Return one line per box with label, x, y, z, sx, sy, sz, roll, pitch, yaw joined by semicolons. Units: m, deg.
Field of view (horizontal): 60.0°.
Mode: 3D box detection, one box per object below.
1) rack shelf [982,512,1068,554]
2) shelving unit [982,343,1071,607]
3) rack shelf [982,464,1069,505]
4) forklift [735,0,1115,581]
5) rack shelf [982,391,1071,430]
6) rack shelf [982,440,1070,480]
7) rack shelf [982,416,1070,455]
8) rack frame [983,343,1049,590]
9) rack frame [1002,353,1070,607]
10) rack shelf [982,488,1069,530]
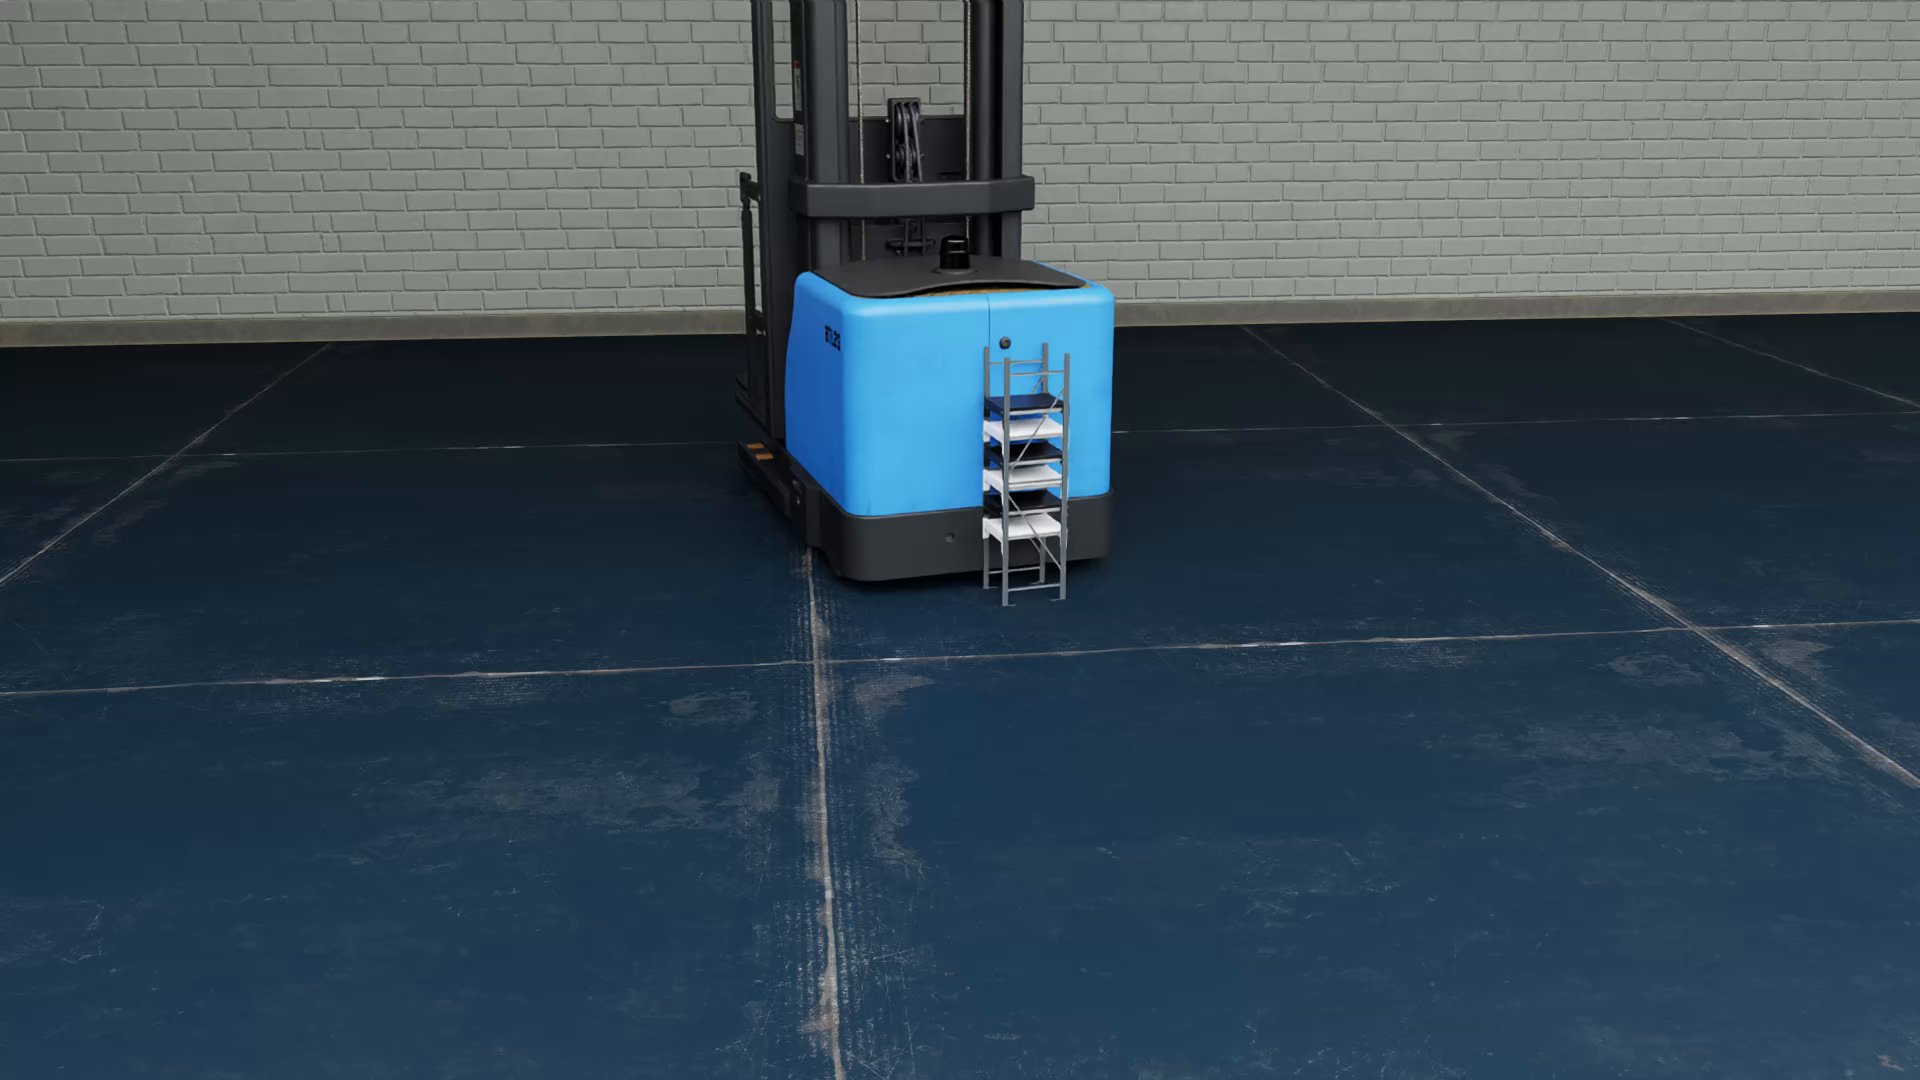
rack shelf;0.232;-0.027;5.974;0.258;0.077;0.200;-6;18;-18
shelving unit;0.232;-0.231;5.910;0.258;0.900;0.210;-6;18;-18
rack shelf;0.232;-0.199;5.920;0.258;0.077;0.200;-6;18;-18
forklift;-0.372;-1.652;7.046;1.130;2.935;3.031;-6;18;-18
rack shelf;0.232;-0.457;5.839;0.258;0.077;0.200;-6;18;-18
rack shelf;0.232;-0.285;5.893;0.258;0.077;0.200;-6;18;-18
rack shelf;0.232;-0.371;5.866;0.258;0.077;0.200;-6;18;-18
rack frame;0.200;-0.260;6.002;0.240;0.900;0.006;-6;18;-18
rack frame;0.264;-0.202;5.818;0.240;0.900;0.006;-6;18;-18
rack shelf;0.232;-0.113;5.947;0.258;0.077;0.200;-6;18;-18
